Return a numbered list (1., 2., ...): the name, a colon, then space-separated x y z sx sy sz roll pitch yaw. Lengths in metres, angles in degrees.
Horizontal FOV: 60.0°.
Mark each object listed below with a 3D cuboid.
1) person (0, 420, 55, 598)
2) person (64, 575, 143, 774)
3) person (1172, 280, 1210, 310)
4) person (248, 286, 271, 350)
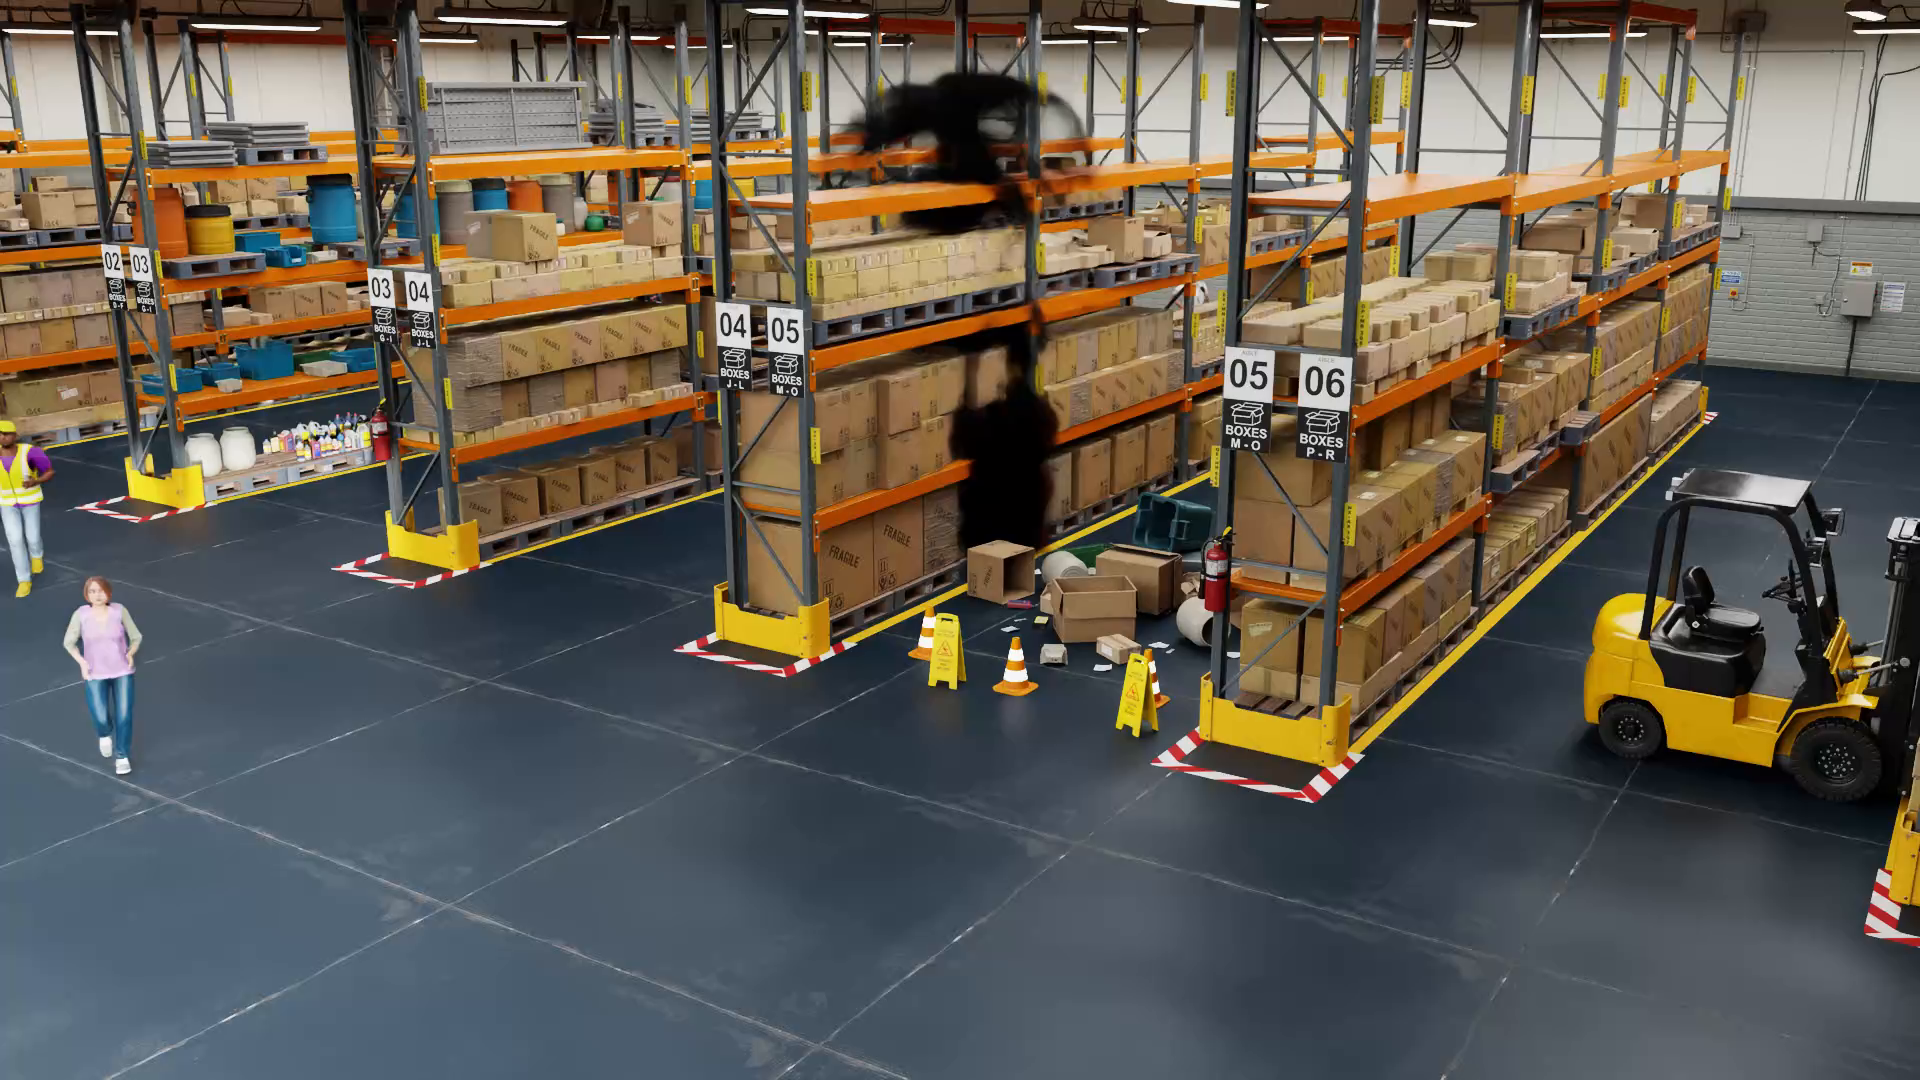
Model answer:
1. person: -9.741 -0.378 17.280 0.682 1.780 0.914 -5 16 -19
2. person: -6.472 1.025 12.639 0.535 1.551 0.557 -9 18 -28
3. person: 4.379 -4.201 31.128 0.675 1.815 0.729 -8 17 -27
4. person: -12.240 -3.629 29.149 0.586 1.656 0.803 7 17 23
